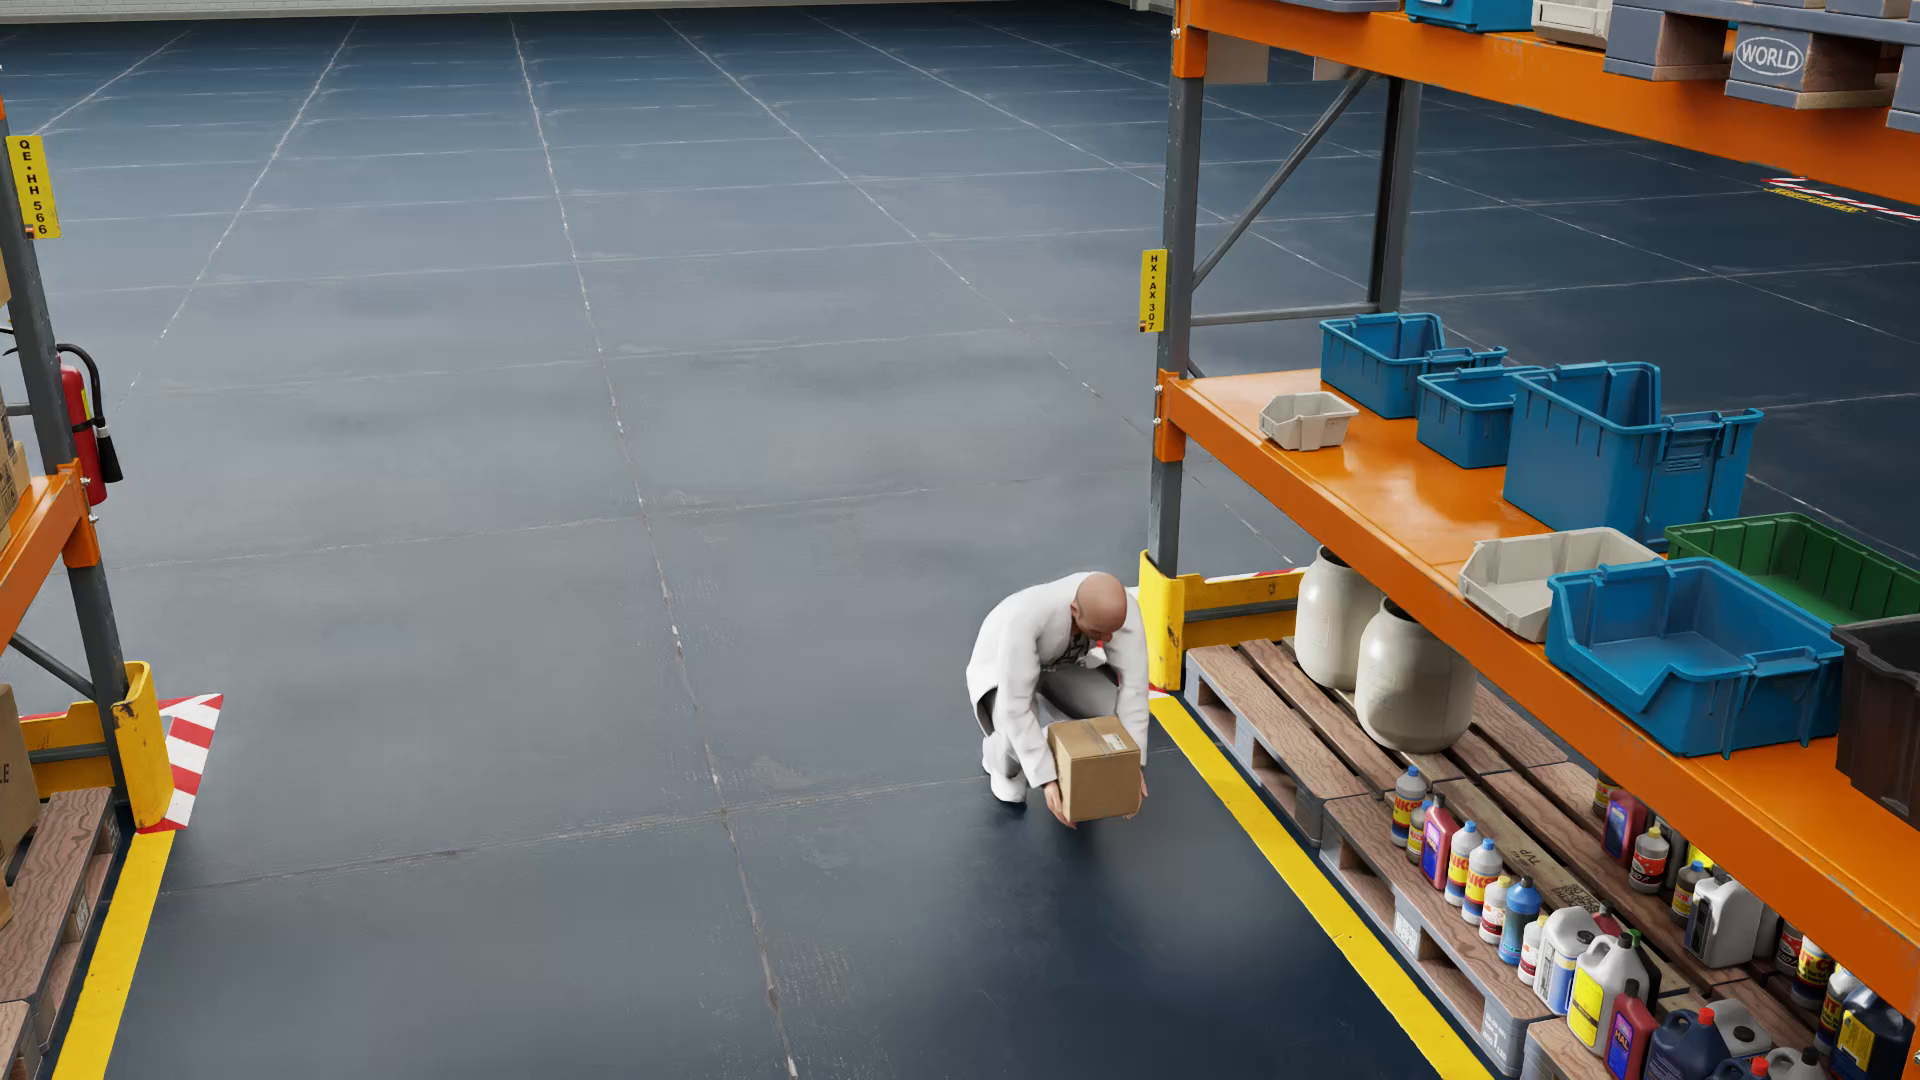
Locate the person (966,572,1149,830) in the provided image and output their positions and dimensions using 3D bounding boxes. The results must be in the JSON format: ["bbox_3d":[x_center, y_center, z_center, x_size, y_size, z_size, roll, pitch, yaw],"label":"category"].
[{"bbox_3d":[0.354,0.503,5.953,0.604,0.978,0.903,-7,24,-17],"label":"person"}]
